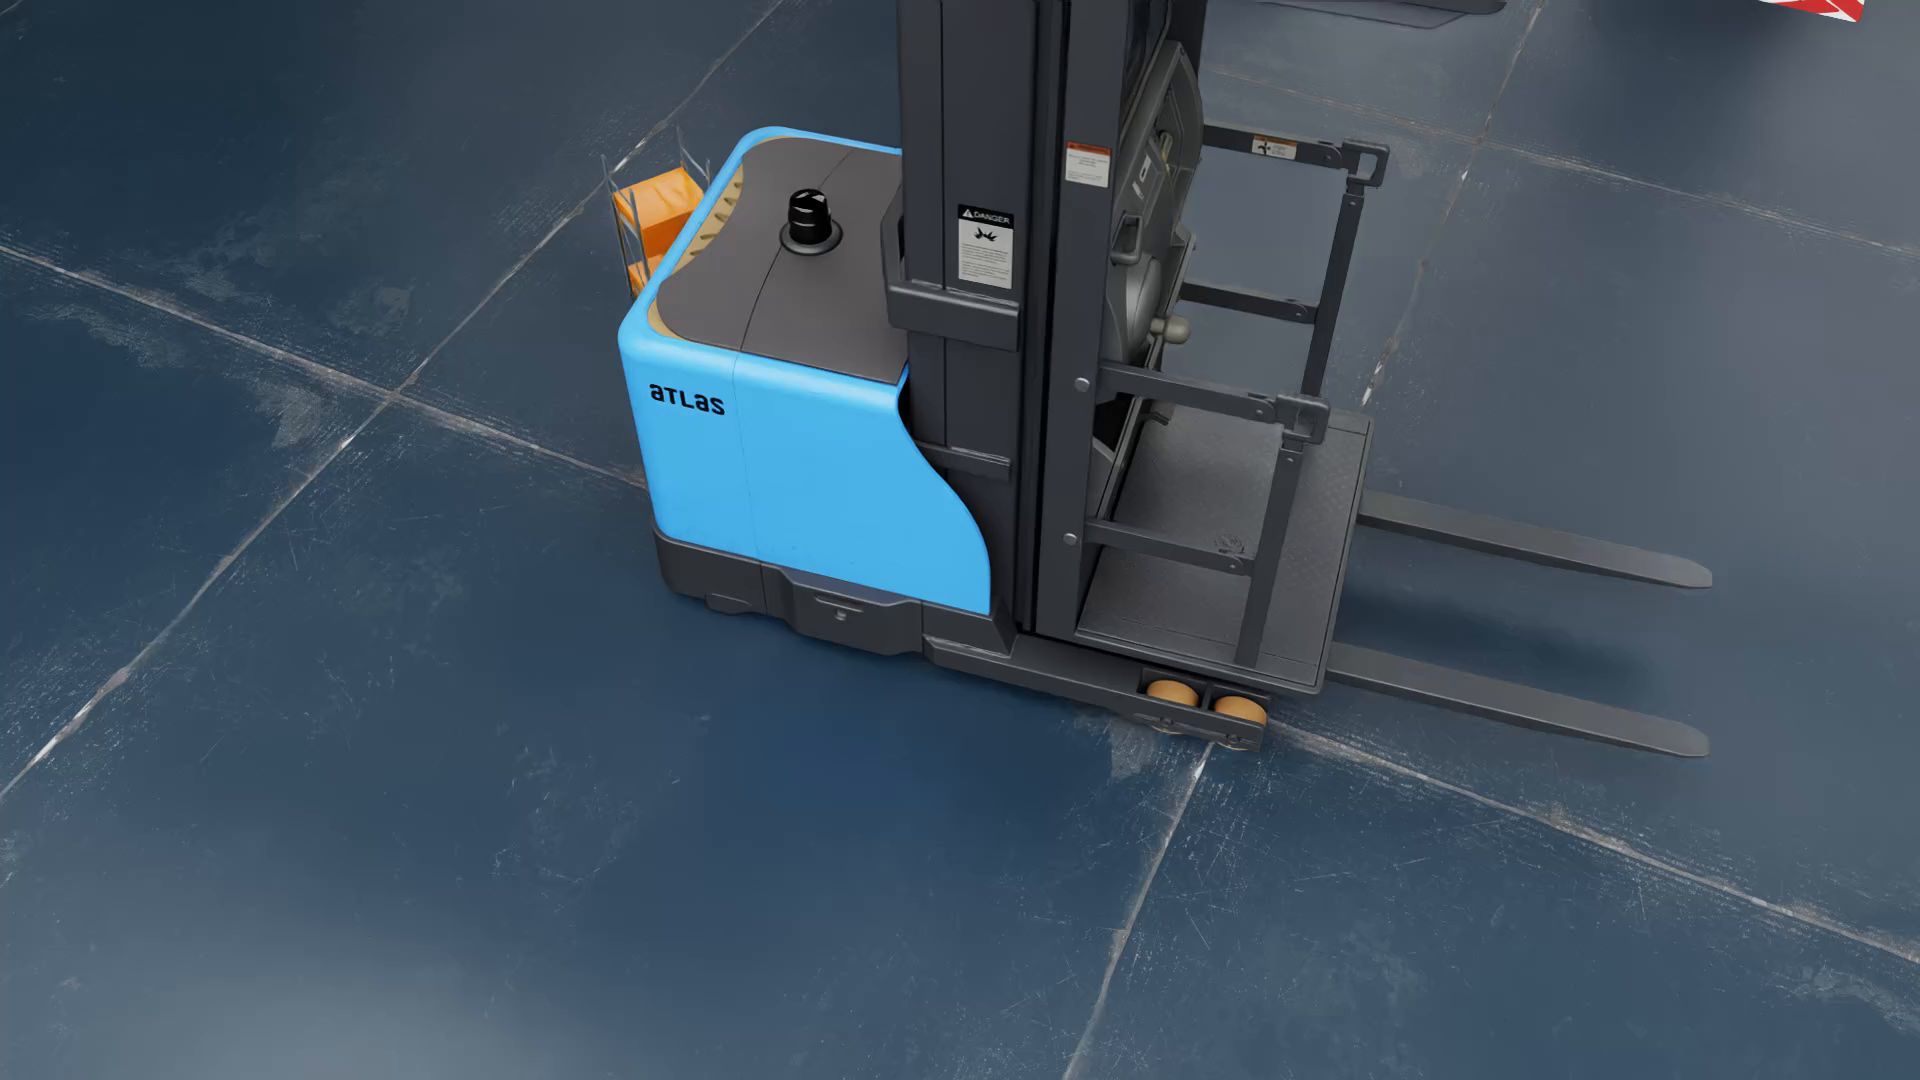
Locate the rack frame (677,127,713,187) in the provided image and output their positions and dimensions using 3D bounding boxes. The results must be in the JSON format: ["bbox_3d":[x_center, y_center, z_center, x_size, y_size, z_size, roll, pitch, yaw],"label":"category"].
[{"bbox_3d":[-0.777,-0.815,5.251,0.008,1.050,0.200,-26,55,-20],"label":"rack frame"}]

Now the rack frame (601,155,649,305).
[{"bbox_3d":[-0.982,-0.713,5.166,0.008,1.050,0.200,-26,55,-20],"label":"rack frame"}]

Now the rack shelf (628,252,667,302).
[{"bbox_3d":[-0.879,-0.758,5.217,0.240,0.259,0.215,-26,55,-20],"label":"rack shelf"}]

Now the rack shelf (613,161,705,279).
[{"bbox_3d":[-0.880,-0.941,5.000,0.240,0.259,0.215,-26,55,-20],"label":"rack shelf"}]

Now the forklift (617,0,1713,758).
[{"bbox_3d":[0.663,-0.807,4.012,3.031,2.935,1.130,13,51,11],"label":"forklift"}]

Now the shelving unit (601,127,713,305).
[{"bbox_3d":[-0.879,-0.764,5.209,0.252,1.050,0.215,-26,55,-20],"label":"shelving unit"}]
